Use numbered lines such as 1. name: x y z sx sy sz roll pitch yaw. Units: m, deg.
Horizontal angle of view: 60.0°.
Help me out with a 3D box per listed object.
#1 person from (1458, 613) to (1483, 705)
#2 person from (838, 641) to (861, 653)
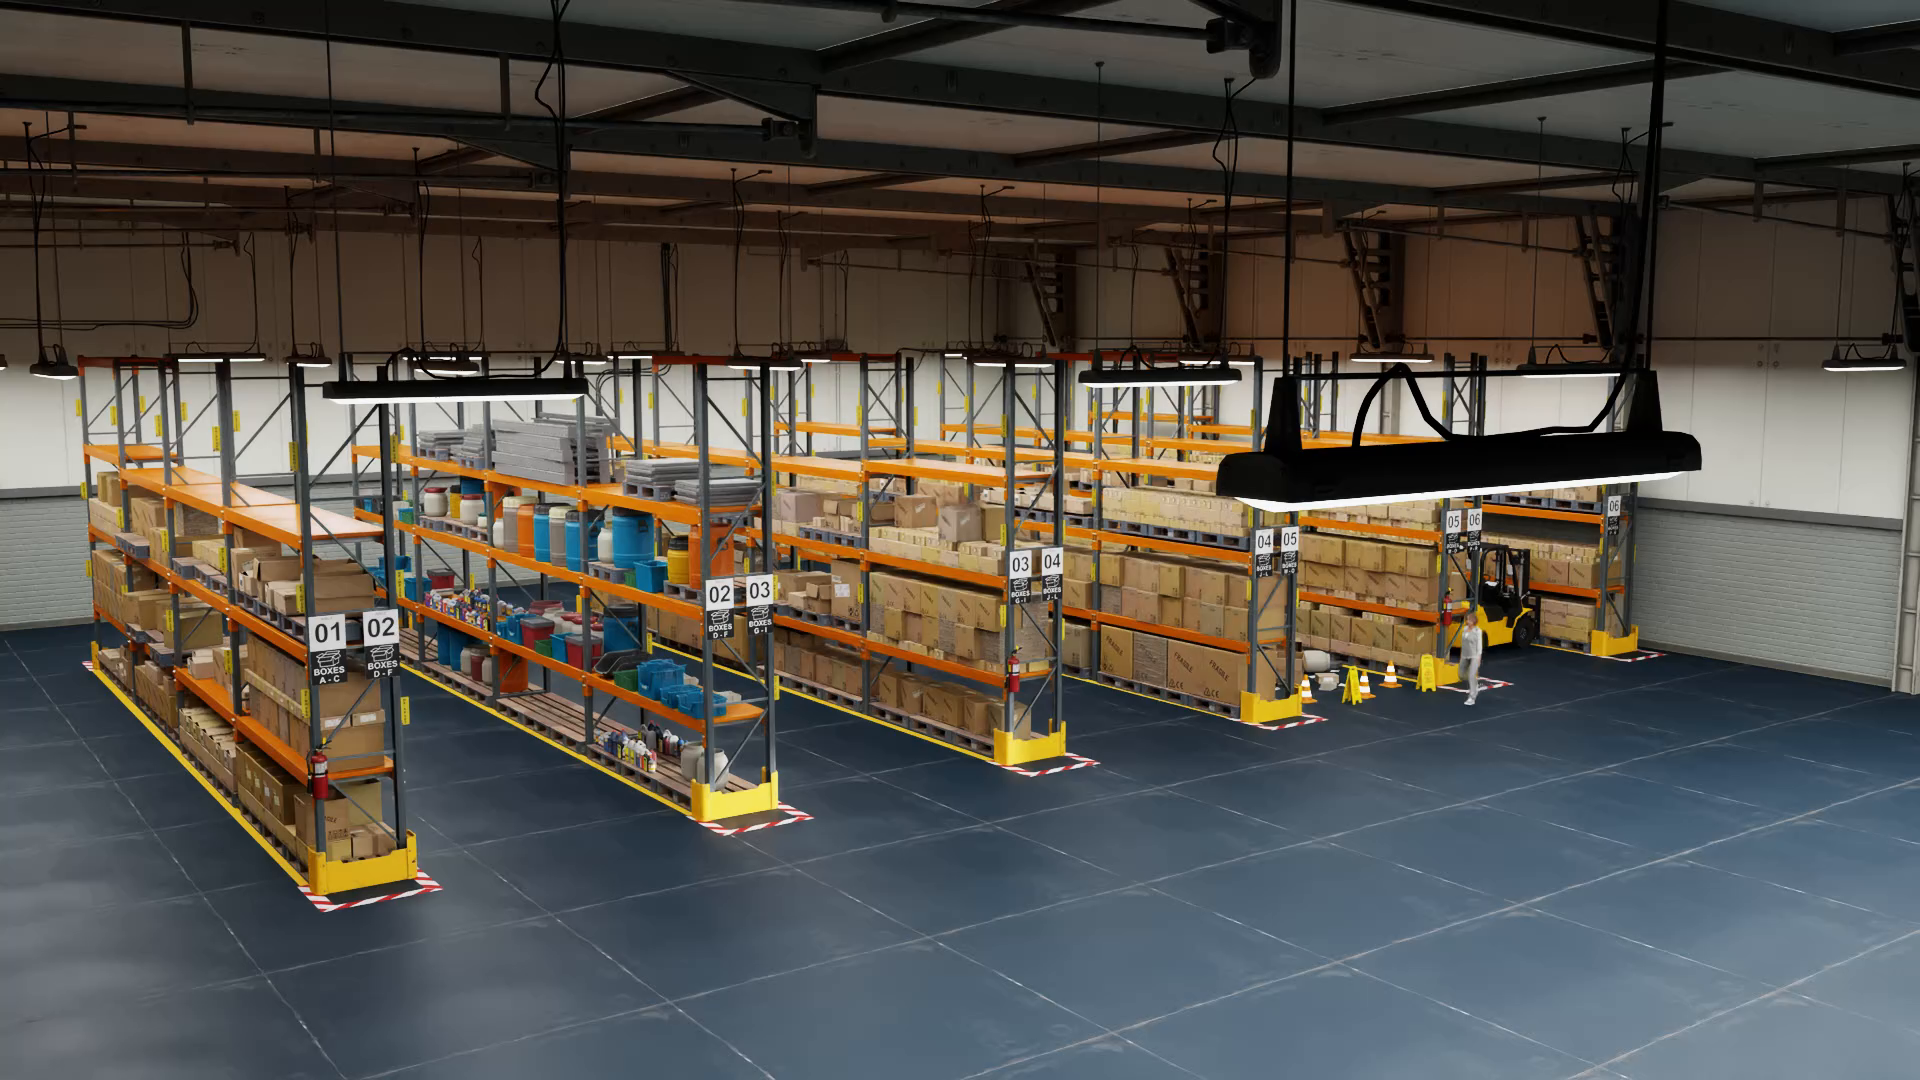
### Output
1. person: 8.893 2.041 28.799 0.537 1.589 0.415 -6 9 -38
2. person: -2.131 1.494 33.102 0.465 1.600 1.044 -7 10 -43
